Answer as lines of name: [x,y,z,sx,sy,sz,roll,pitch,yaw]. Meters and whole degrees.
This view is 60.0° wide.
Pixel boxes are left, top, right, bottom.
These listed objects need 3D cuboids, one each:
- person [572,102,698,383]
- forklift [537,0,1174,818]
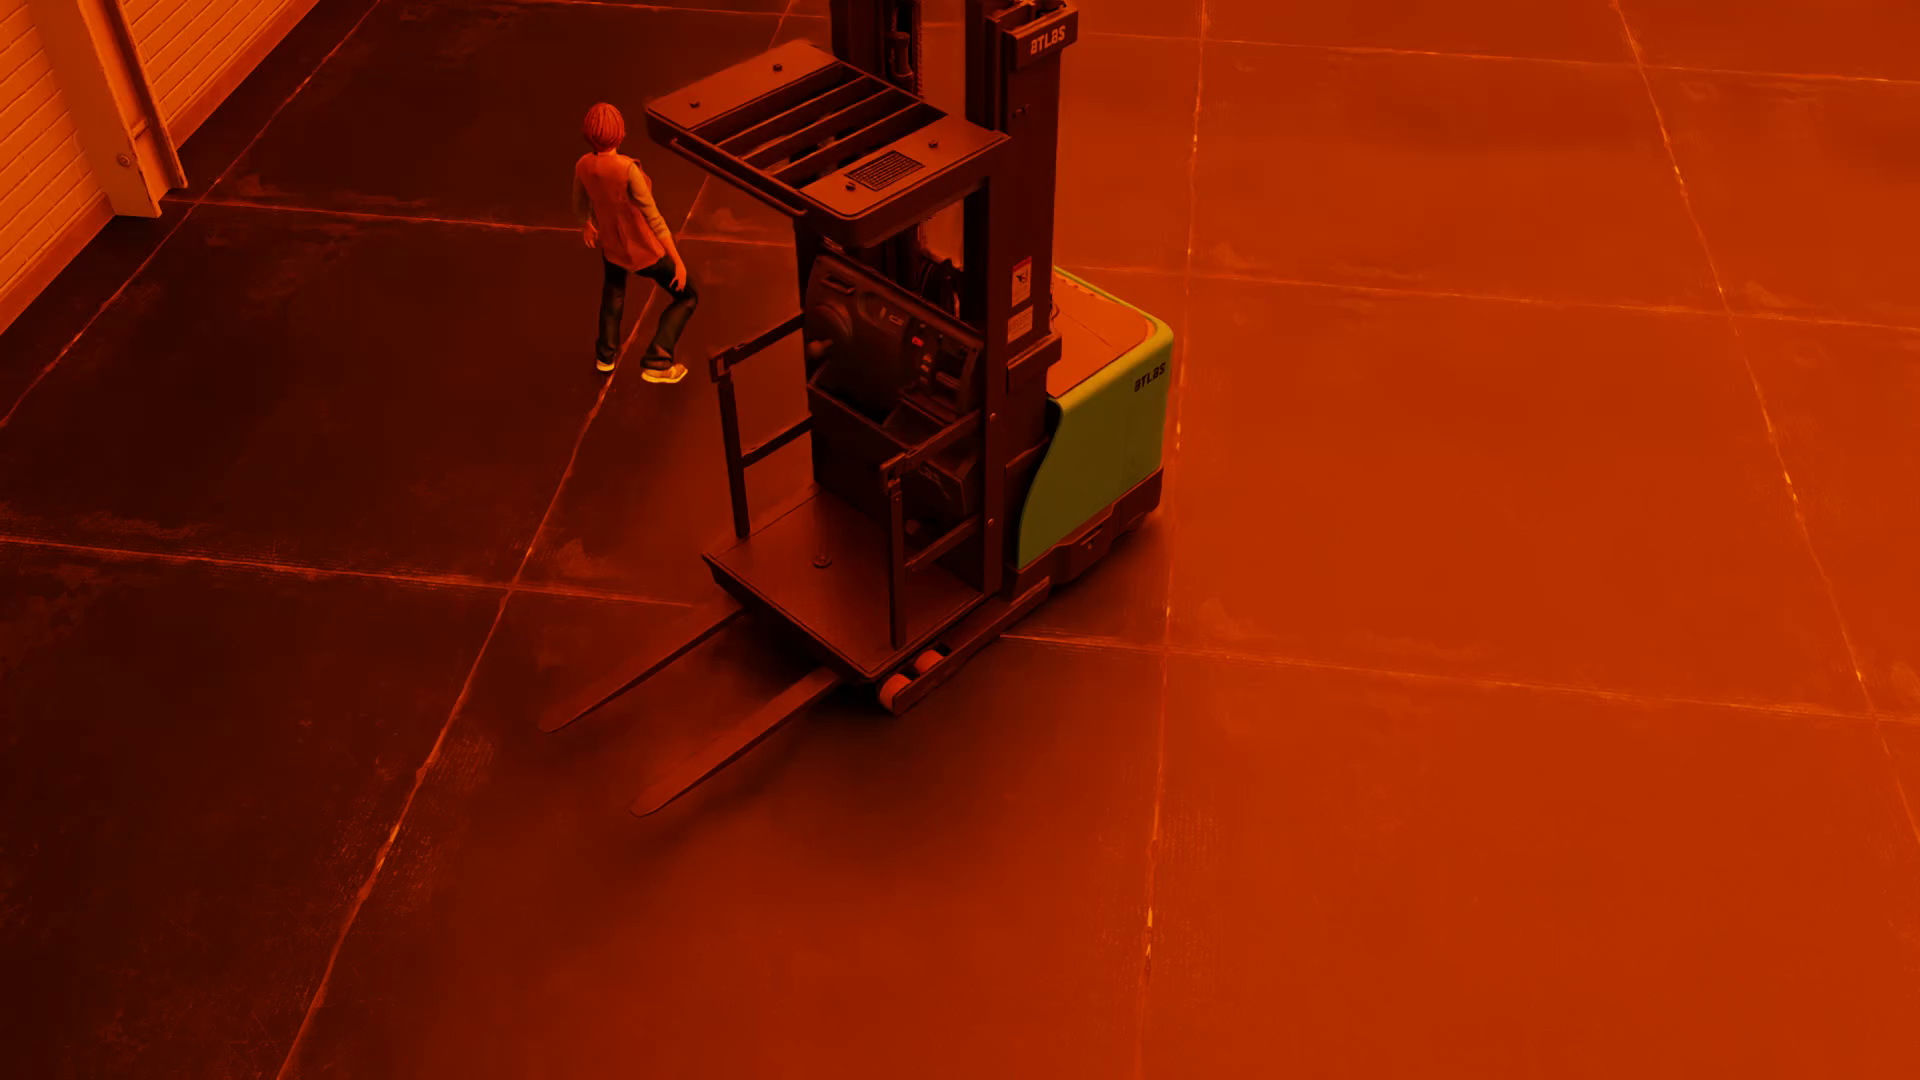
person: [-1.645,-1.462,8.379,0.755,1.514,0.449,23,47,23]
forklift: [-0.426,-0.738,6.528,1.130,2.935,3.031,33,52,31]
